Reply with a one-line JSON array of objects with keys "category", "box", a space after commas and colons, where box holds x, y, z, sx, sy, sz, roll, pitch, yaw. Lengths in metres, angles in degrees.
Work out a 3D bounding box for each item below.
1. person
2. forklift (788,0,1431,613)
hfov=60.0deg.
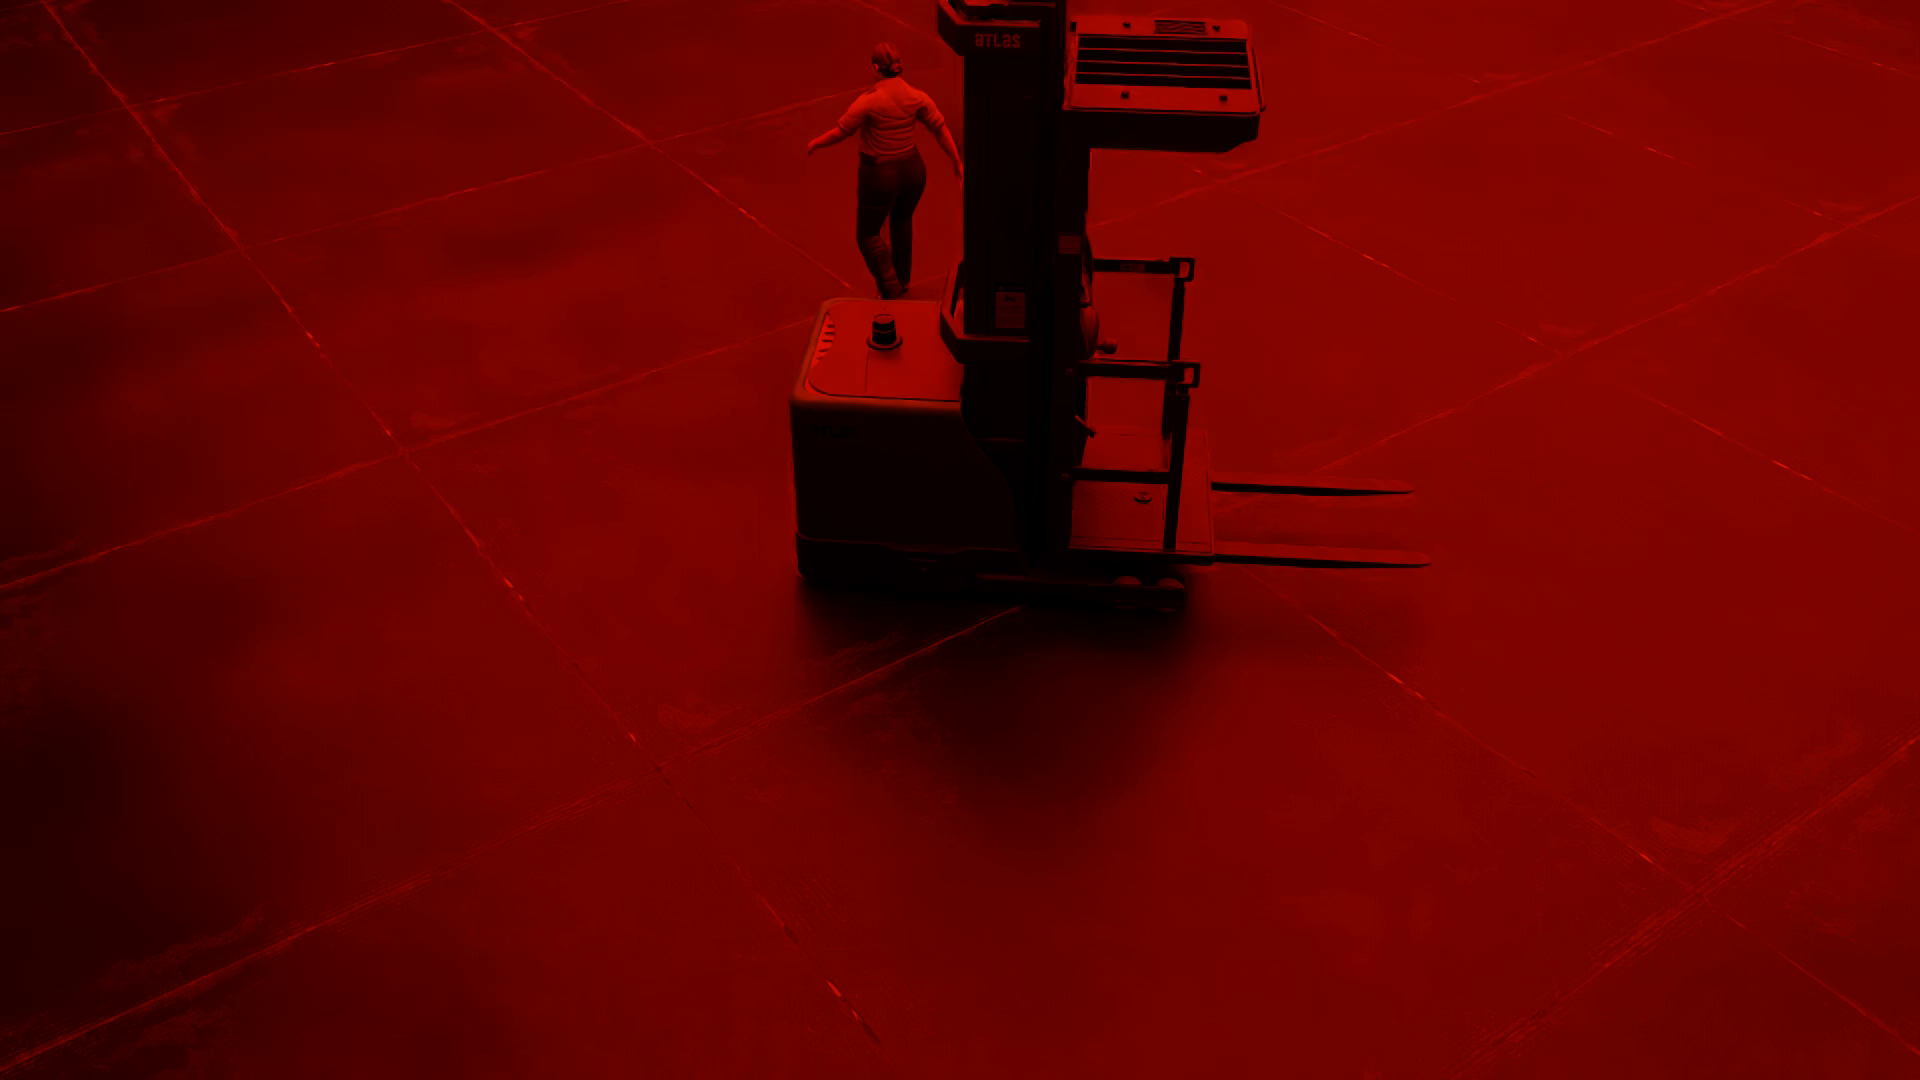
[{"category": "person", "box": [-0.412, -2.196, 10.022, 0.849, 1.628, 0.690, -17, 40, -21]}, {"category": "forklift", "box": [0.754, -1.163, 7.517, 3.031, 2.935, 1.130, 3, 37, 4]}]
